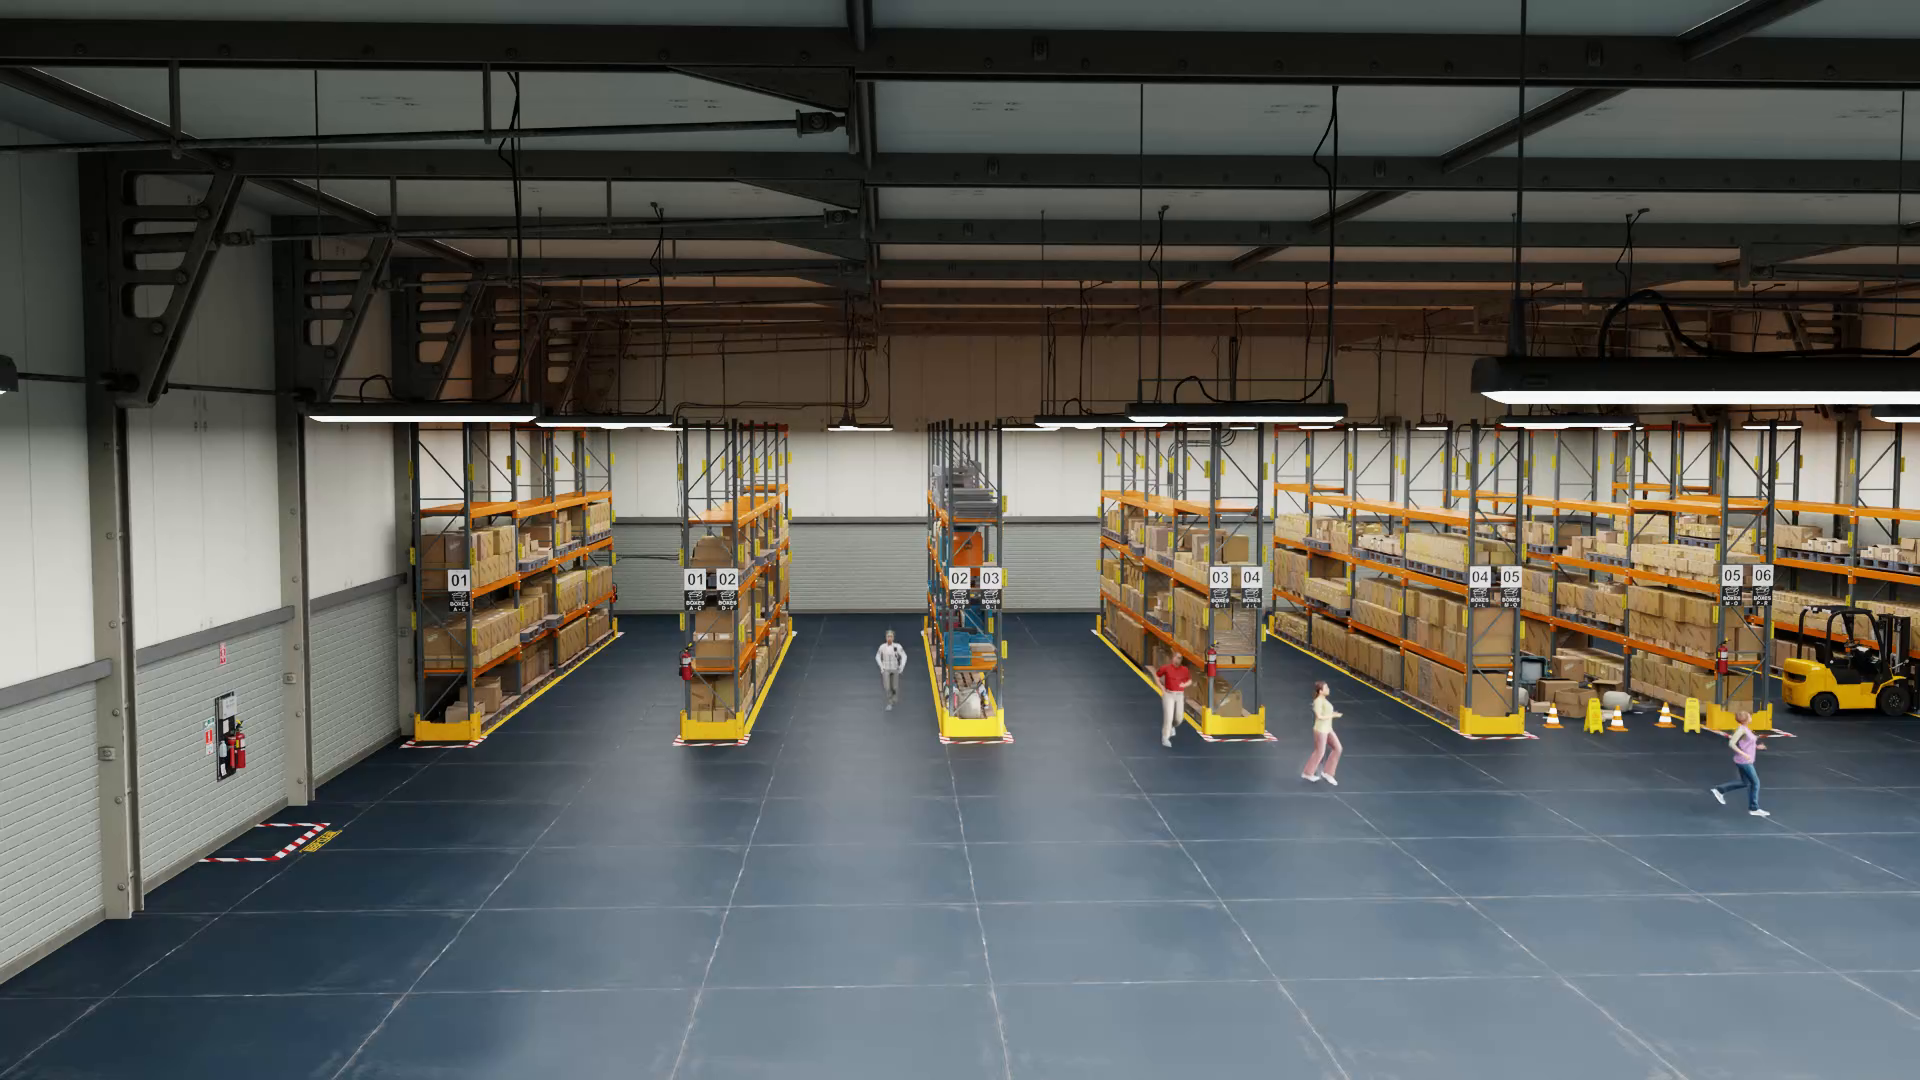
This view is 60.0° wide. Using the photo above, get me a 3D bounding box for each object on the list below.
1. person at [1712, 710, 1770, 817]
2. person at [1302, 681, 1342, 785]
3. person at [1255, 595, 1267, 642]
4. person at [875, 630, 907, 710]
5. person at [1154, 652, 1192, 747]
[{"bbox_3d":[11.739,3.333,24.971,0.805,1.568,0.548,2,4,30],"label":"person"},{"bbox_3d":[5.918,3.152,27.124,0.670,1.705,0.558,2,4,29],"label":"person"},{"bbox_3d":[7.884,2.017,44.505,0.687,1.732,0.636,0,4,2],"label":"person"},{"bbox_3d":[-1.437,2.688,34.574,0.652,1.654,0.532,0,4,-1],"label":"person"},{"bbox_3d":[3.981,2.929,30.879,0.691,1.705,0.867,-1,4,-15],"label":"person"}]
